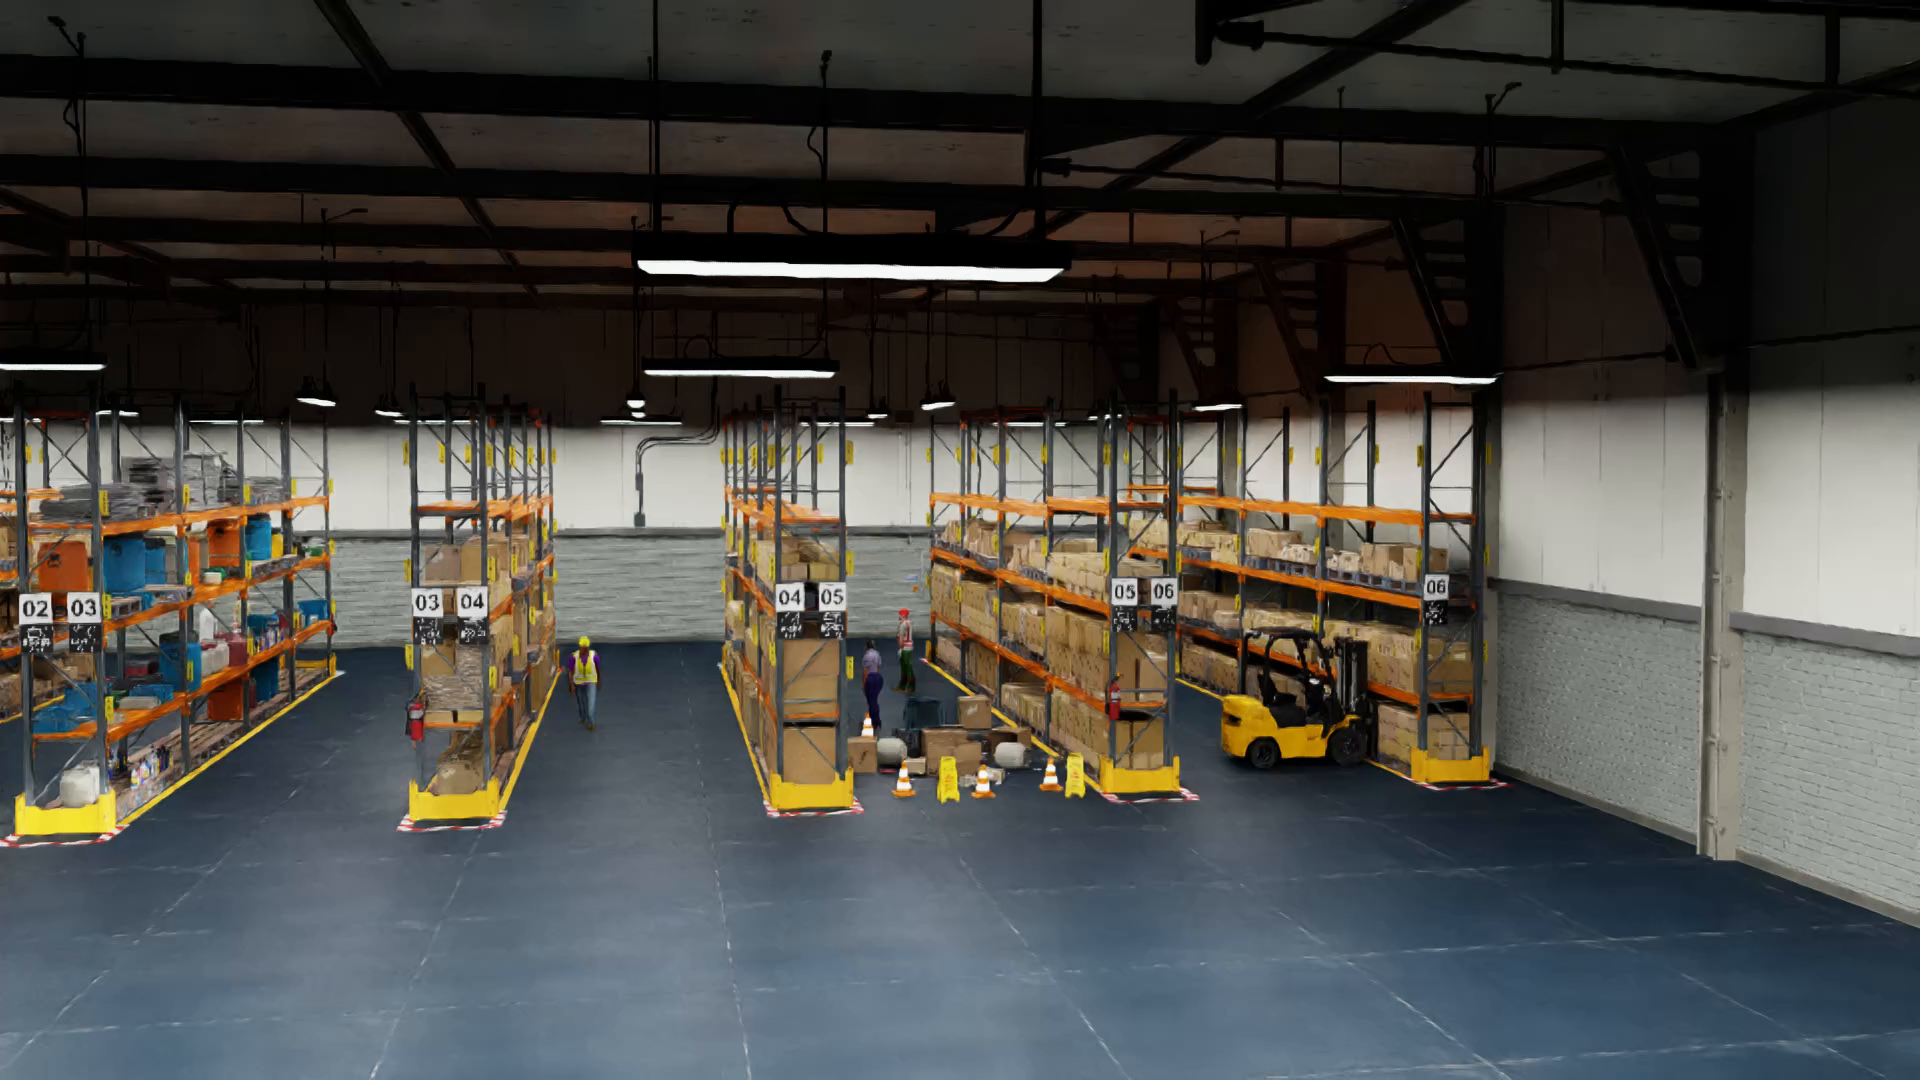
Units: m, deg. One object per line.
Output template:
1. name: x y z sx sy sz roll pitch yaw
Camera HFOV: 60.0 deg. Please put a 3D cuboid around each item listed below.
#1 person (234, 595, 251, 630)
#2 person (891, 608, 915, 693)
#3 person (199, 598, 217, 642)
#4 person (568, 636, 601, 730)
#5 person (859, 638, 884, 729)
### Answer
1. person: -18.104 2.060 41.680 0.486 1.664 0.646 2 4 37
2. person: -1.196 2.317 35.081 0.588 1.784 0.666 1 3 11
3. person: -17.020 2.201 37.652 0.558 1.777 0.696 0 3 2
4. person: -6.890 2.601 30.483 0.577 1.691 1.121 0 3 -8
5. person: -1.654 2.627 30.531 0.556 1.632 0.599 1 3 22
